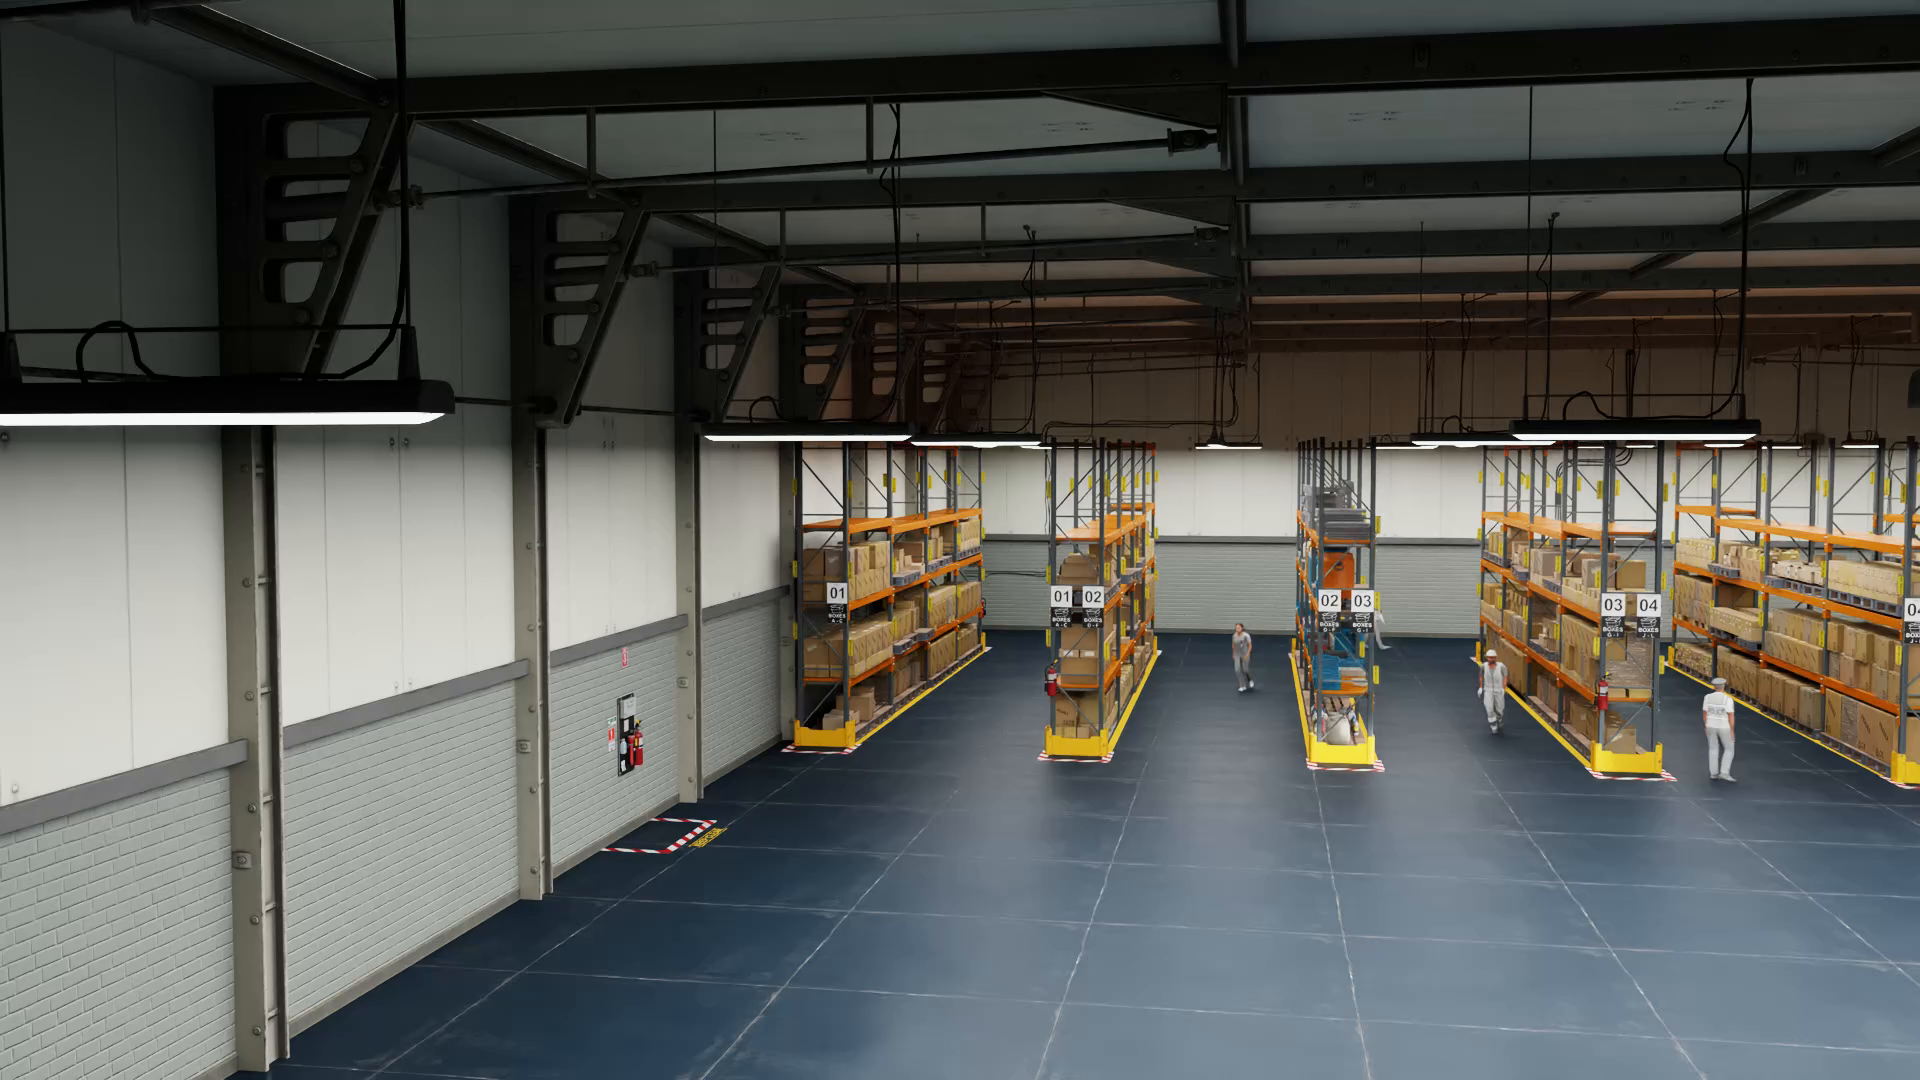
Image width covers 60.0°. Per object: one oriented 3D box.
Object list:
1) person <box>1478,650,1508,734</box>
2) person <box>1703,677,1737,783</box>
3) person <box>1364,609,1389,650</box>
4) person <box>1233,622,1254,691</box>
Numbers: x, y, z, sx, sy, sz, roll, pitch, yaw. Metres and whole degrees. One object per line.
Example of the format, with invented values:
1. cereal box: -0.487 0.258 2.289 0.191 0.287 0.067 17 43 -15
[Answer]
1. person: 10.901 3.078 34.016 0.592 1.698 0.796 1 3 21
2. person: 13.298 3.328 29.061 0.482 1.820 0.642 -3 4 -43
3. person: 12.056 2.341 48.174 0.911 1.641 0.506 3 4 43
4. person: 6.833 2.788 40.074 0.498 1.644 0.647 2 4 31
